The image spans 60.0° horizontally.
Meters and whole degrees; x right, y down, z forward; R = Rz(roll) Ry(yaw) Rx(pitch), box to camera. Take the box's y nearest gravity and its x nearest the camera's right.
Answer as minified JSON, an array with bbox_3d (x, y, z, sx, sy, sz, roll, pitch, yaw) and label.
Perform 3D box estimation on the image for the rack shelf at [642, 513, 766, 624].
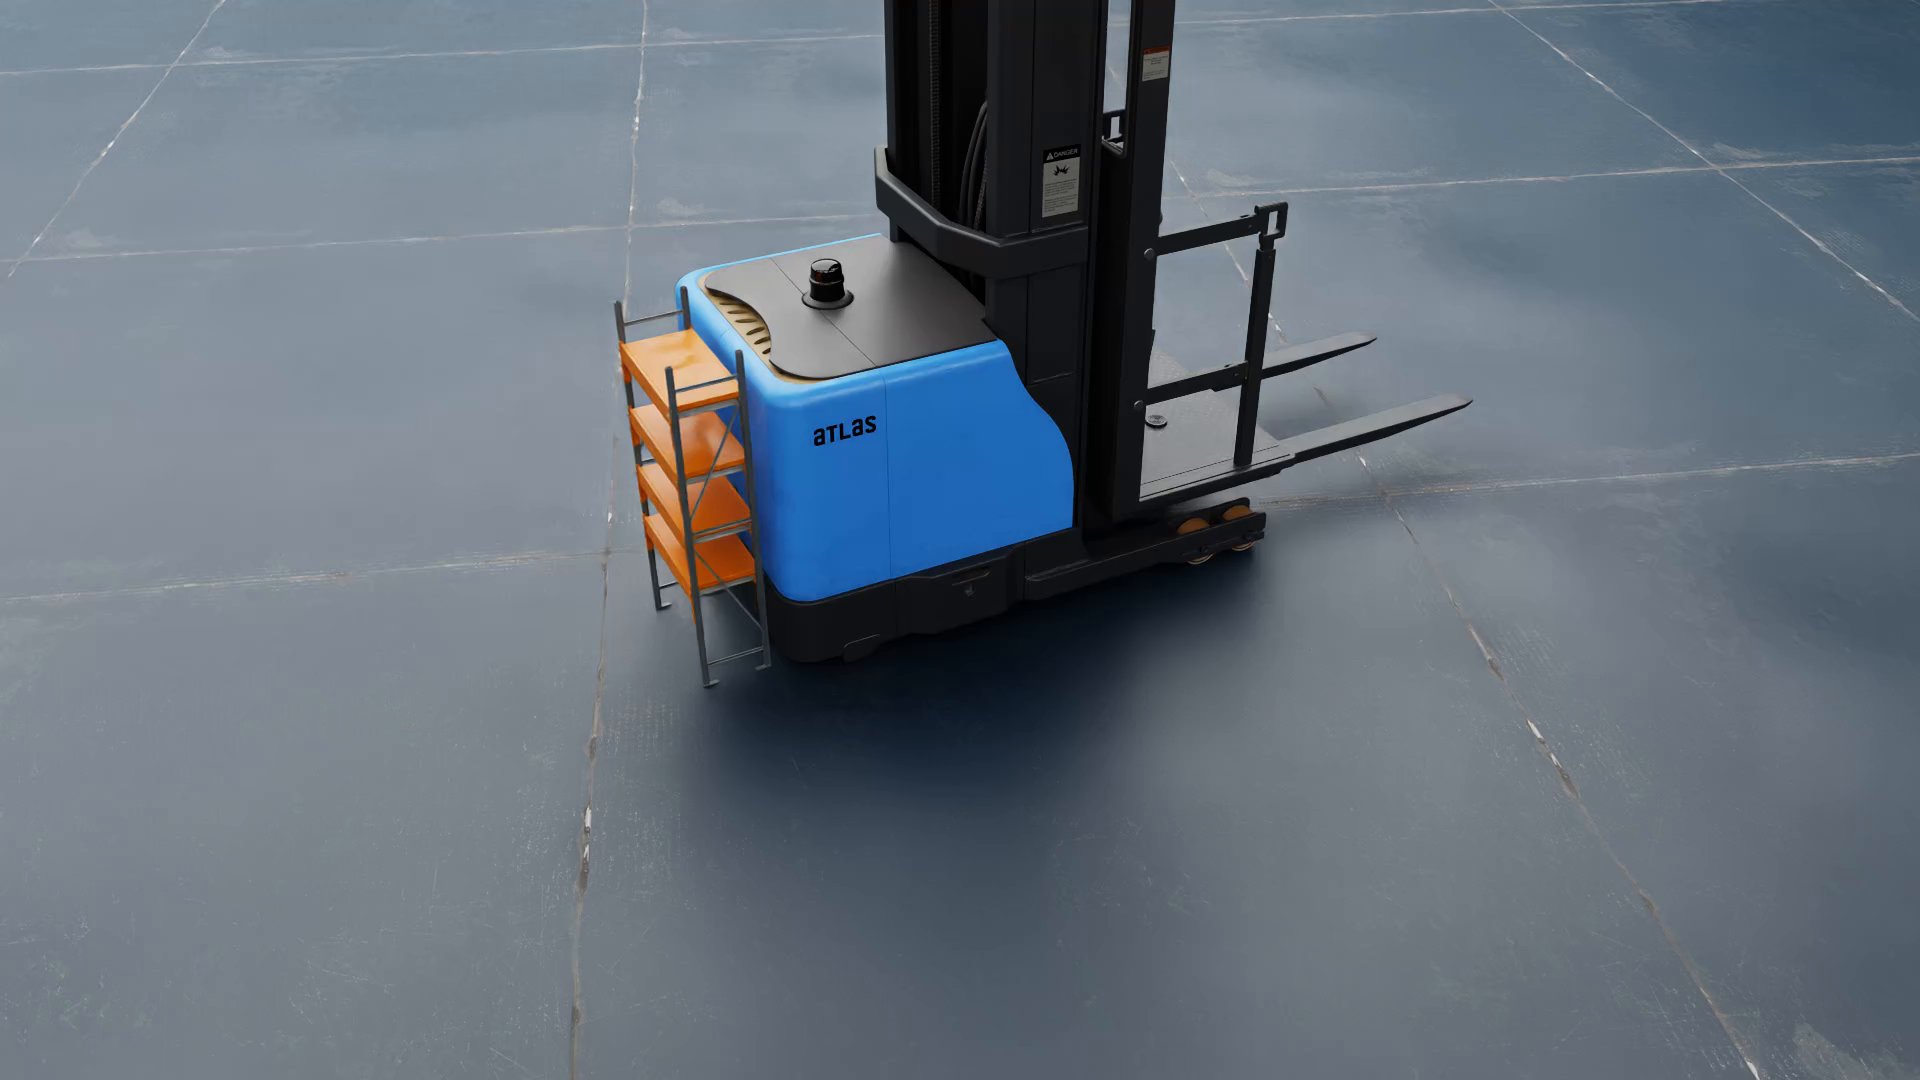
[{"bbox_3d":[-0.861,0.058,5.569,0.258,0.148,0.480,-17,38,-22],"label":"rack shelf"}]

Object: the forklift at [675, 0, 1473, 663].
[{"bbox_3d":[0.563,-1.371,5.660,3.031,2.935,1.130,-16,37,-22],"label":"forklift"}]

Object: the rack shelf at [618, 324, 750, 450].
[{"bbox_3d":[-0.865,-0.485,5.196,0.258,0.148,0.480,-17,38,-22],"label":"rack shelf"}]

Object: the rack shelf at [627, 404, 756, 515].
[{"bbox_3d":[-0.864,-0.290,5.330,0.258,0.148,0.480,-17,38,-22],"label":"rack shelf"}]

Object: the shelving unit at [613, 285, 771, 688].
[{"bbox_3d":[-0.863,-0.161,5.419,0.258,1.200,0.503,-17,38,-22],"label":"shelving unit"}]

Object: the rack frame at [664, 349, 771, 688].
[{"bbox_3d":[-0.751,-0.039,5.240,0.240,1.200,0.015,-17,38,-22],"label":"rack frame"}]

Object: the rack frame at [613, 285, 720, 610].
[{"bbox_3d":[-0.975,-0.283,5.598,0.240,1.200,0.015,-17,38,-22],"label":"rack frame"}]

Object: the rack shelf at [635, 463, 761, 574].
[{"bbox_3d":[-0.863,-0.105,5.457,0.258,0.148,0.480,-17,38,-22],"label":"rack shelf"}]
